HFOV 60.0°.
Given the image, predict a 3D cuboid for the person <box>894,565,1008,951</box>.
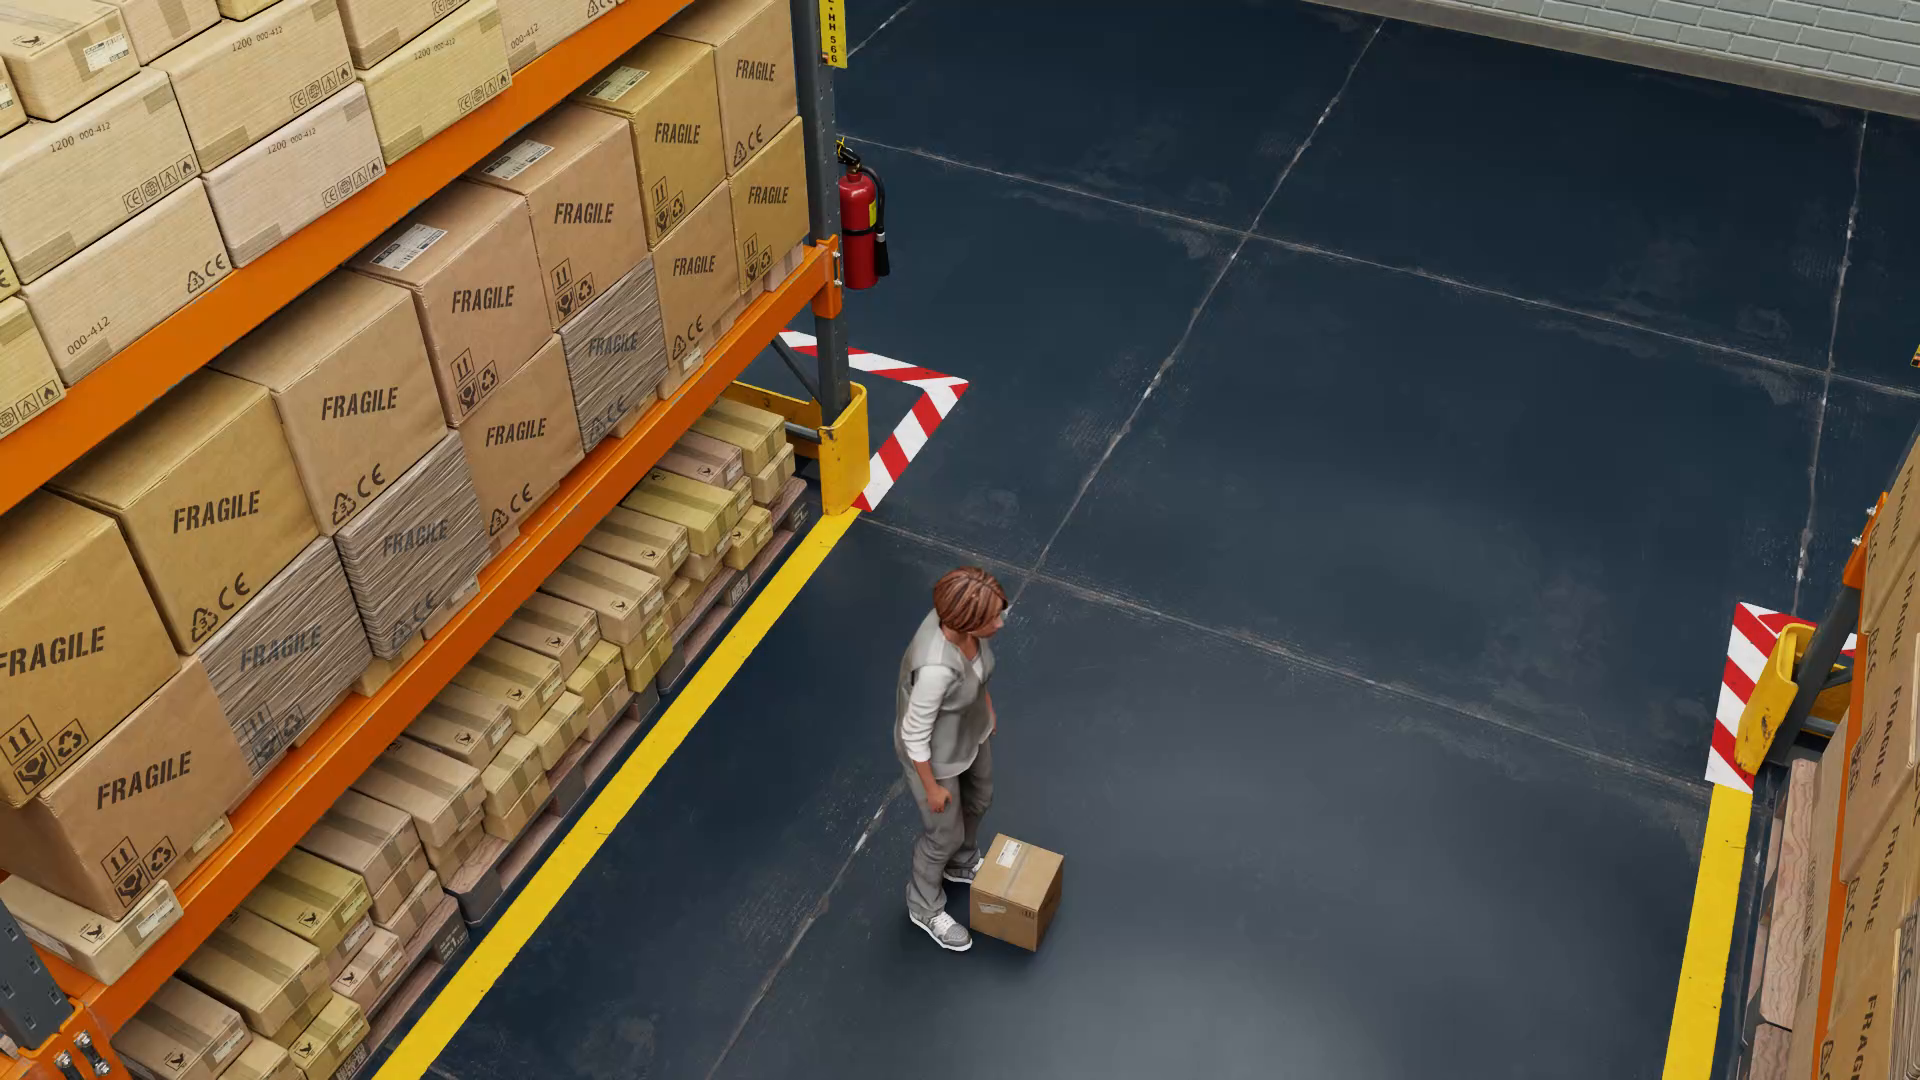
[{"bbox_3d":[-0.018,0.683,5.433,0.365,1.582,0.461,18,46,18],"label":"person"}]
